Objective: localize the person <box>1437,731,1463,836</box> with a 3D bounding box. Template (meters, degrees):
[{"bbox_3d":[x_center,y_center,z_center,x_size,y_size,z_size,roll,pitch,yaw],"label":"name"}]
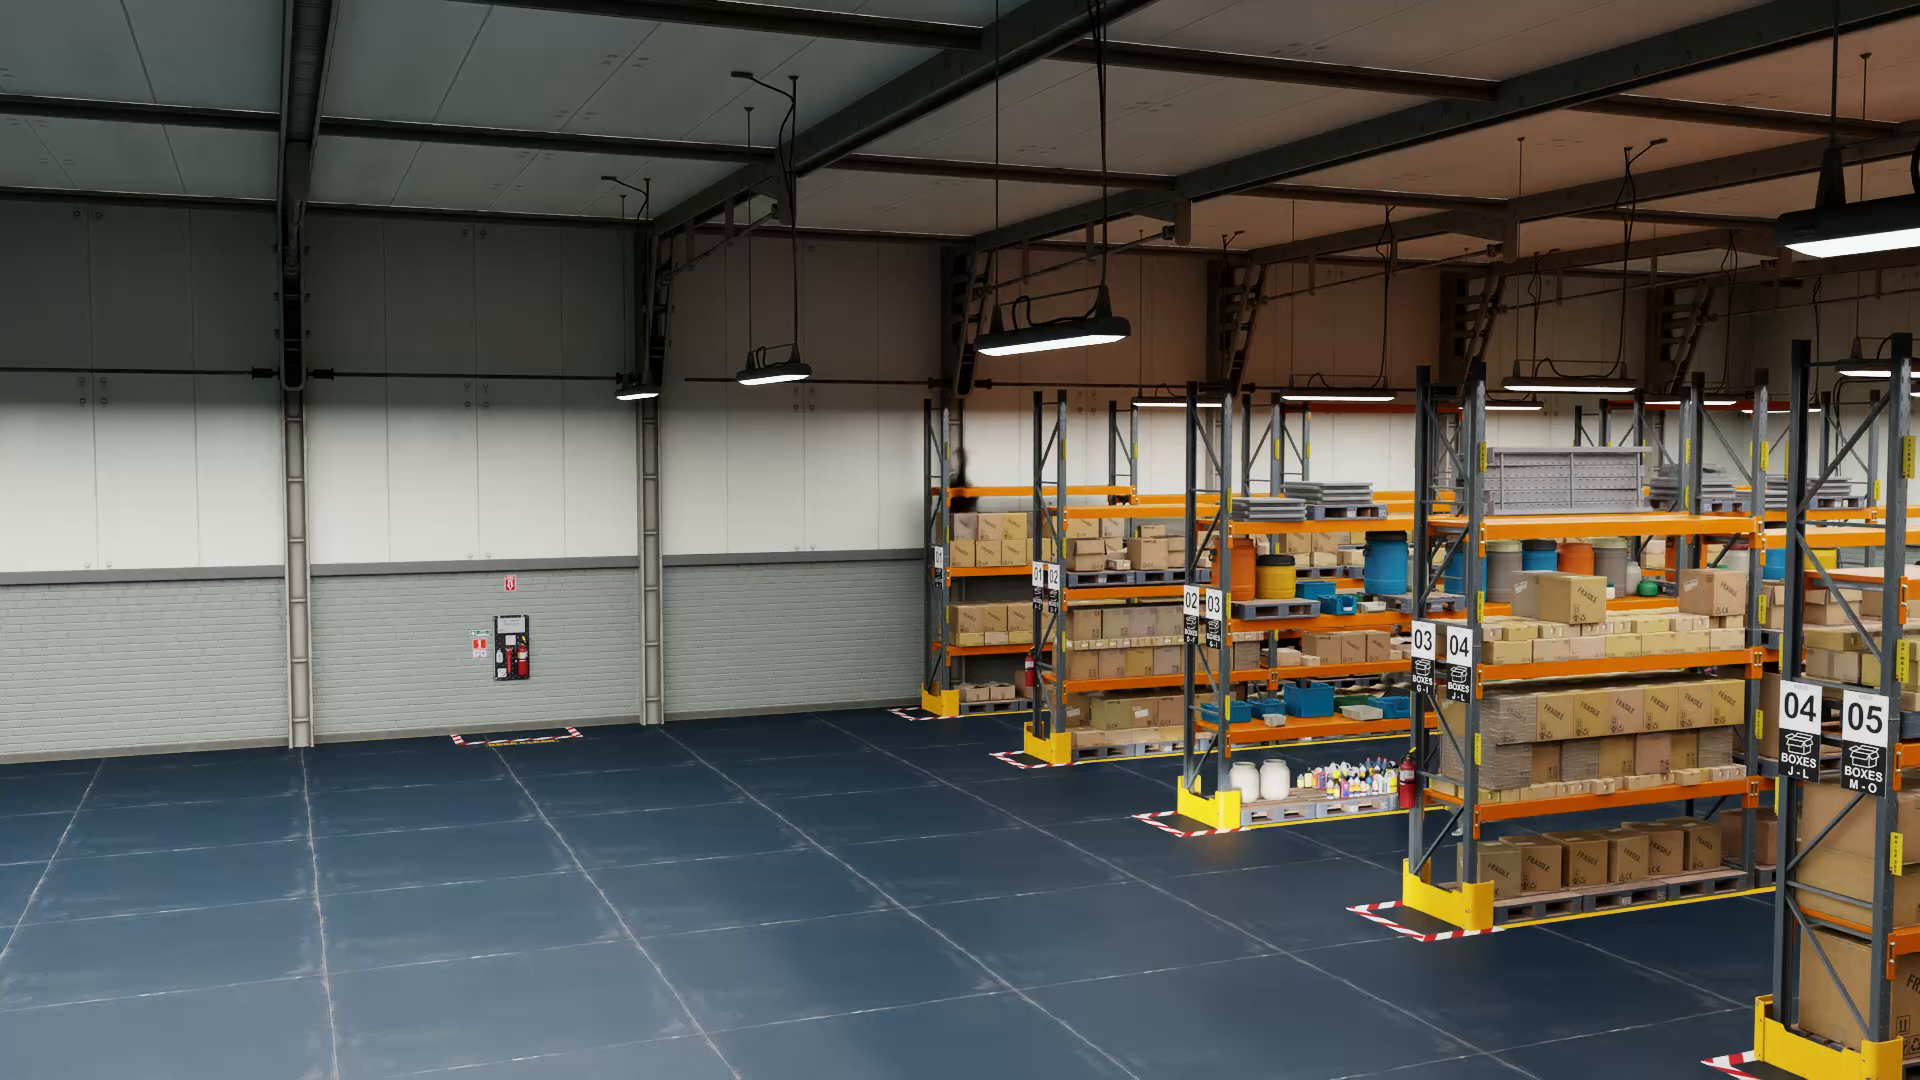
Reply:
[{"bbox_3d":[6.589,3.175,21.794,0.837,1.427,0.555,-2,4,-33],"label":"person"}]

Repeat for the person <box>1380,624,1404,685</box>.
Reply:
[{"bbox_3d":[8.411,2.422,32.366,0.649,1.679,0.519,-1,4,-22],"label":"person"}]
